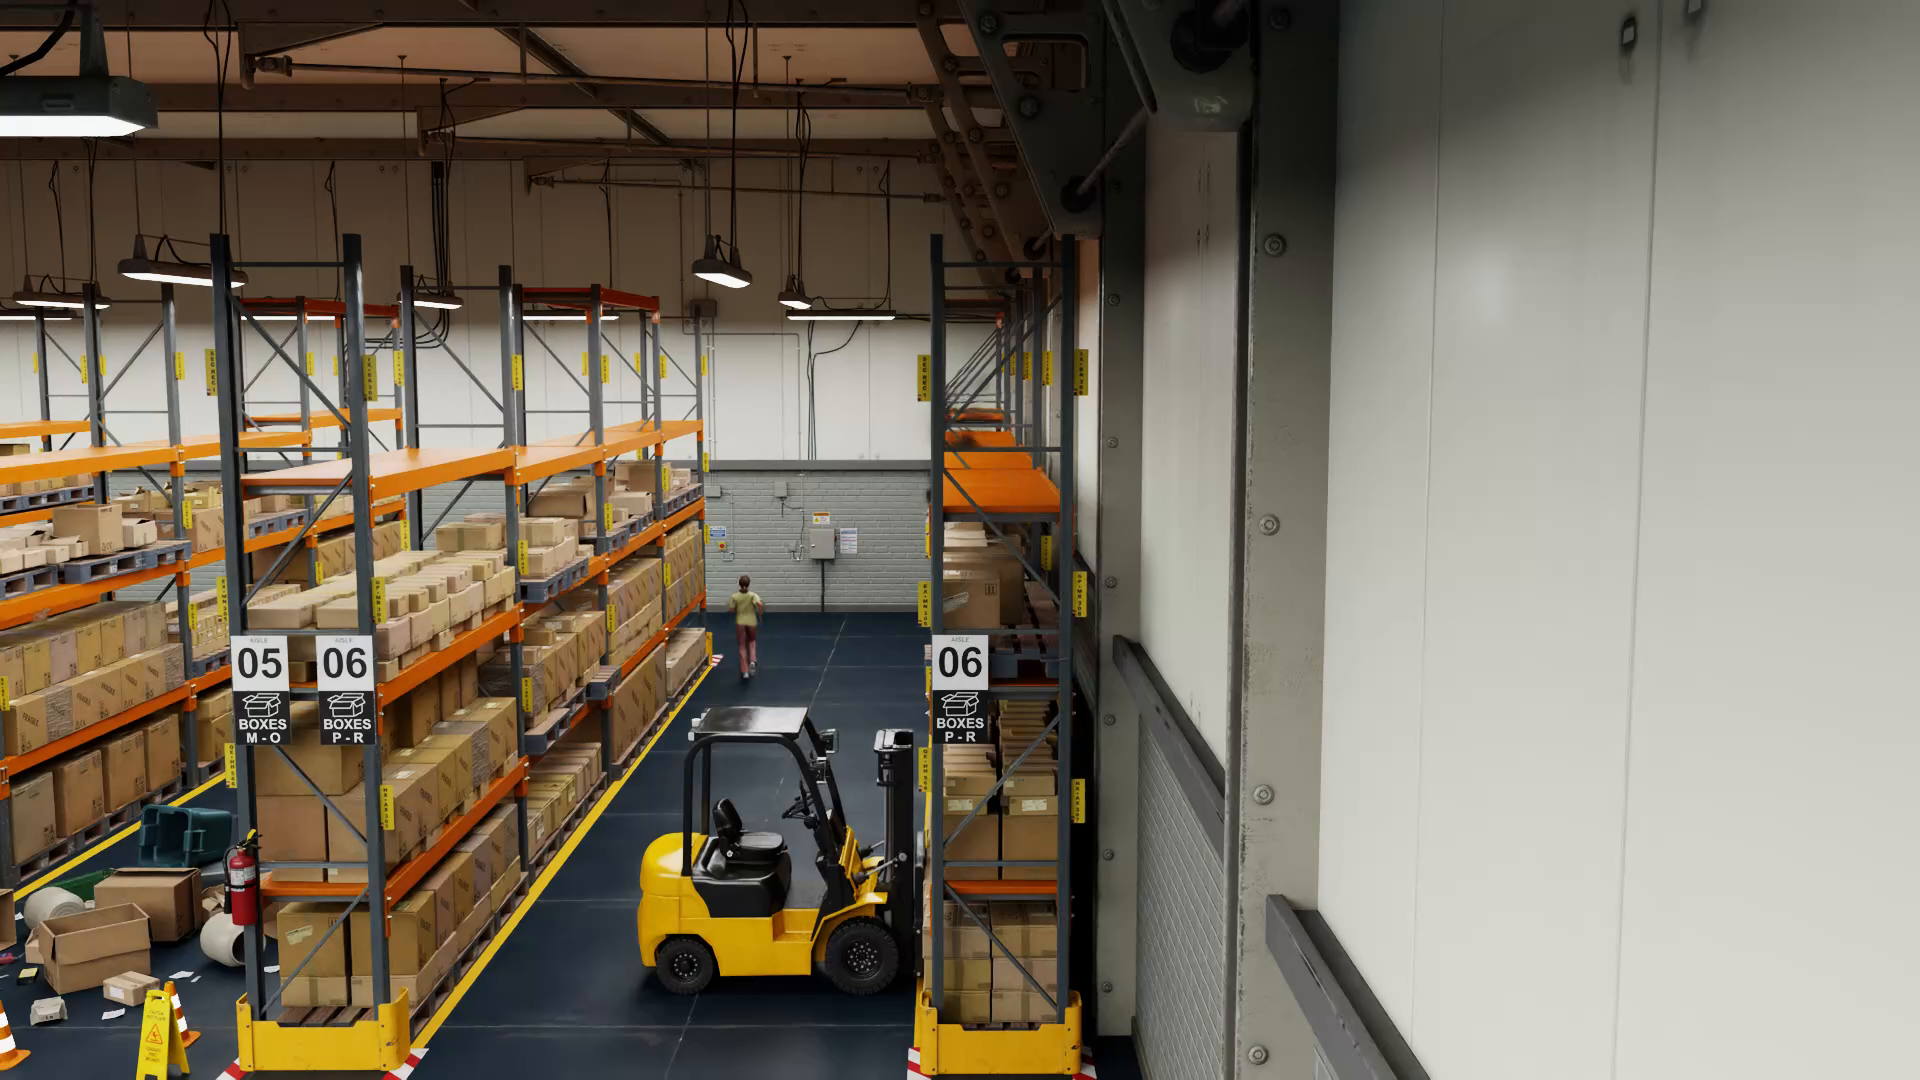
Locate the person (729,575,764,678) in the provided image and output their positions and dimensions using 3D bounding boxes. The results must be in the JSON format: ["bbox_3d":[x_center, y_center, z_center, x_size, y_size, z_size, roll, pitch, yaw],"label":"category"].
[{"bbox_3d":[-3.430,1.386,26.707,0.545,1.659,0.656,-1,6,-10],"label":"person"}]

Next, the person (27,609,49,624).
[{"bbox_3d":[-12.781,1.759,23.186,0.703,1.733,0.668,0,6,-3],"label":"person"}]
